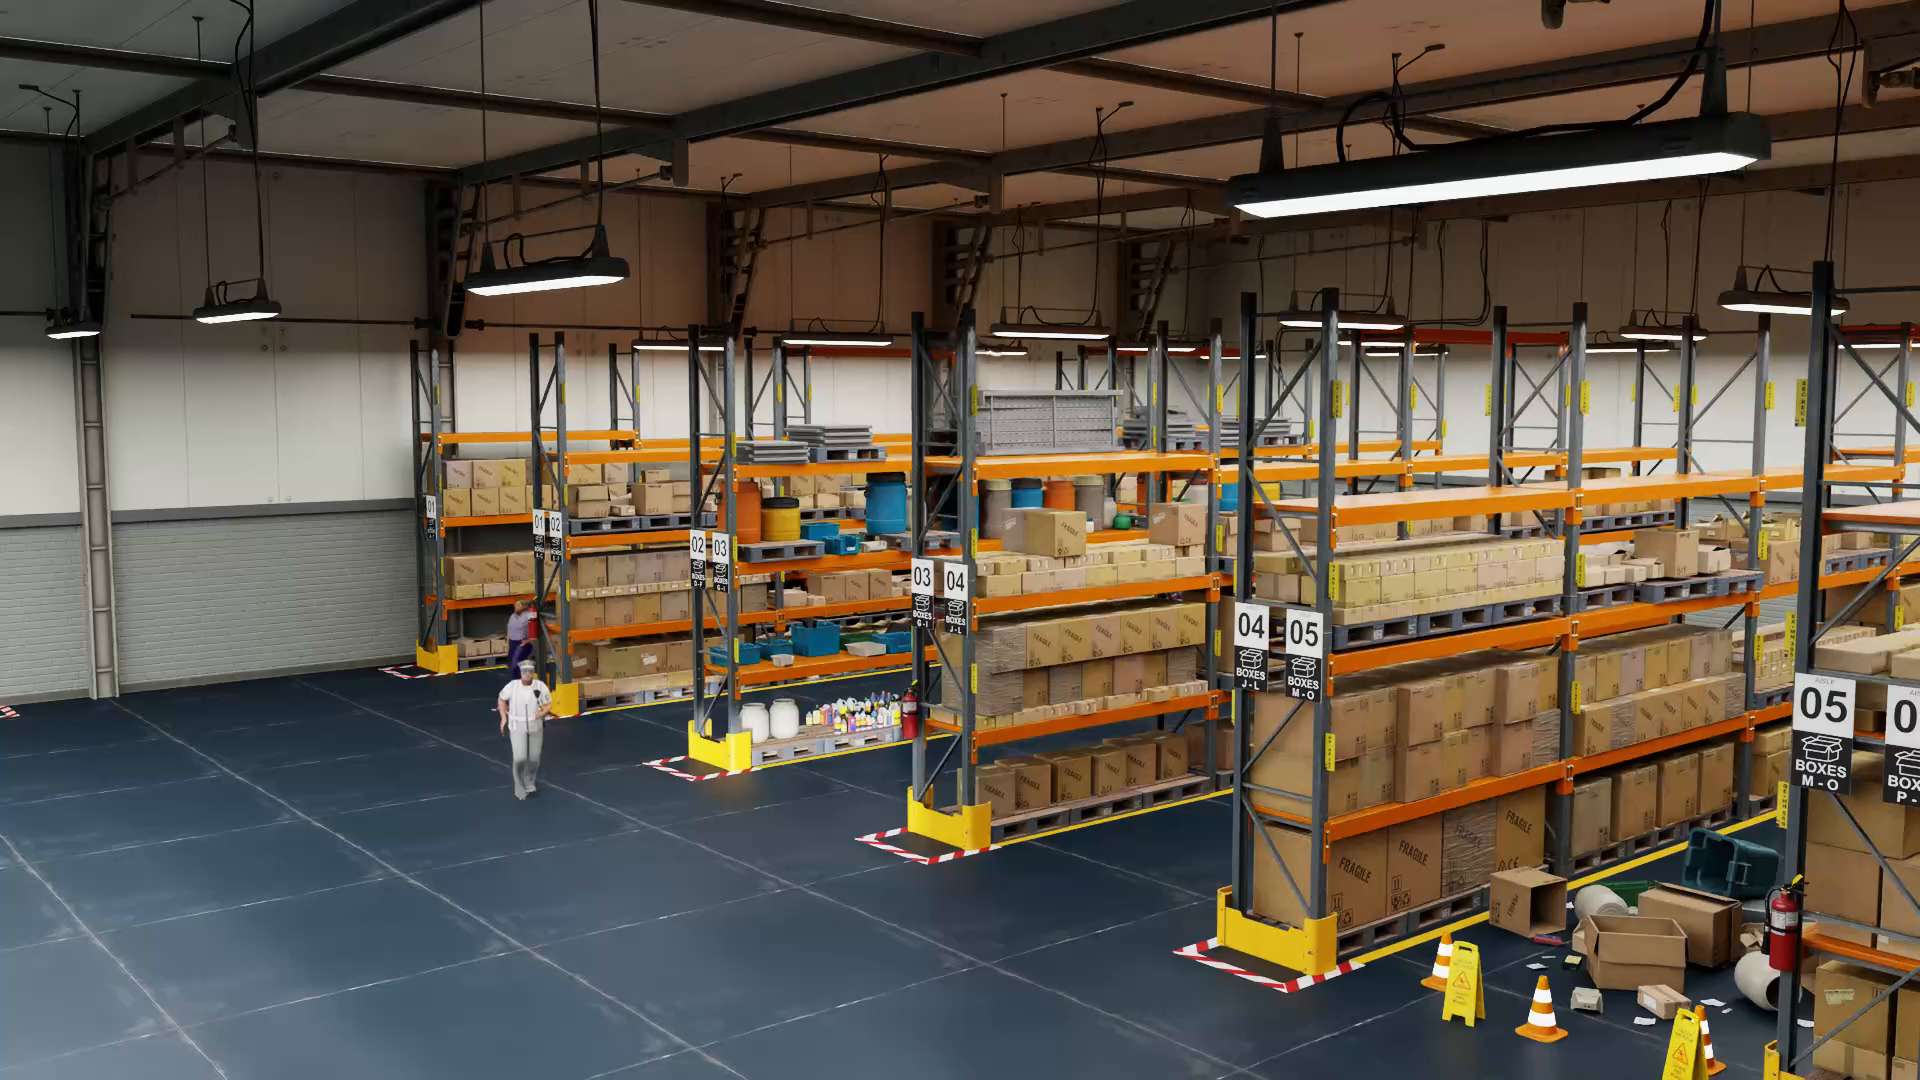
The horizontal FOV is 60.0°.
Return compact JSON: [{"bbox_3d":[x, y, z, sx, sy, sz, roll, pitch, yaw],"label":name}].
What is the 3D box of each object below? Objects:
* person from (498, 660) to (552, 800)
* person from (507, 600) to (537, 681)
[{"bbox_3d":[-5.421,2.370,20.812,0.631,1.780,0.791,-2,6,-21],"label":"person"},{"bbox_3d":[-7.368,1.803,28.002,0.607,1.615,0.810,3,6,31],"label":"person"}]
